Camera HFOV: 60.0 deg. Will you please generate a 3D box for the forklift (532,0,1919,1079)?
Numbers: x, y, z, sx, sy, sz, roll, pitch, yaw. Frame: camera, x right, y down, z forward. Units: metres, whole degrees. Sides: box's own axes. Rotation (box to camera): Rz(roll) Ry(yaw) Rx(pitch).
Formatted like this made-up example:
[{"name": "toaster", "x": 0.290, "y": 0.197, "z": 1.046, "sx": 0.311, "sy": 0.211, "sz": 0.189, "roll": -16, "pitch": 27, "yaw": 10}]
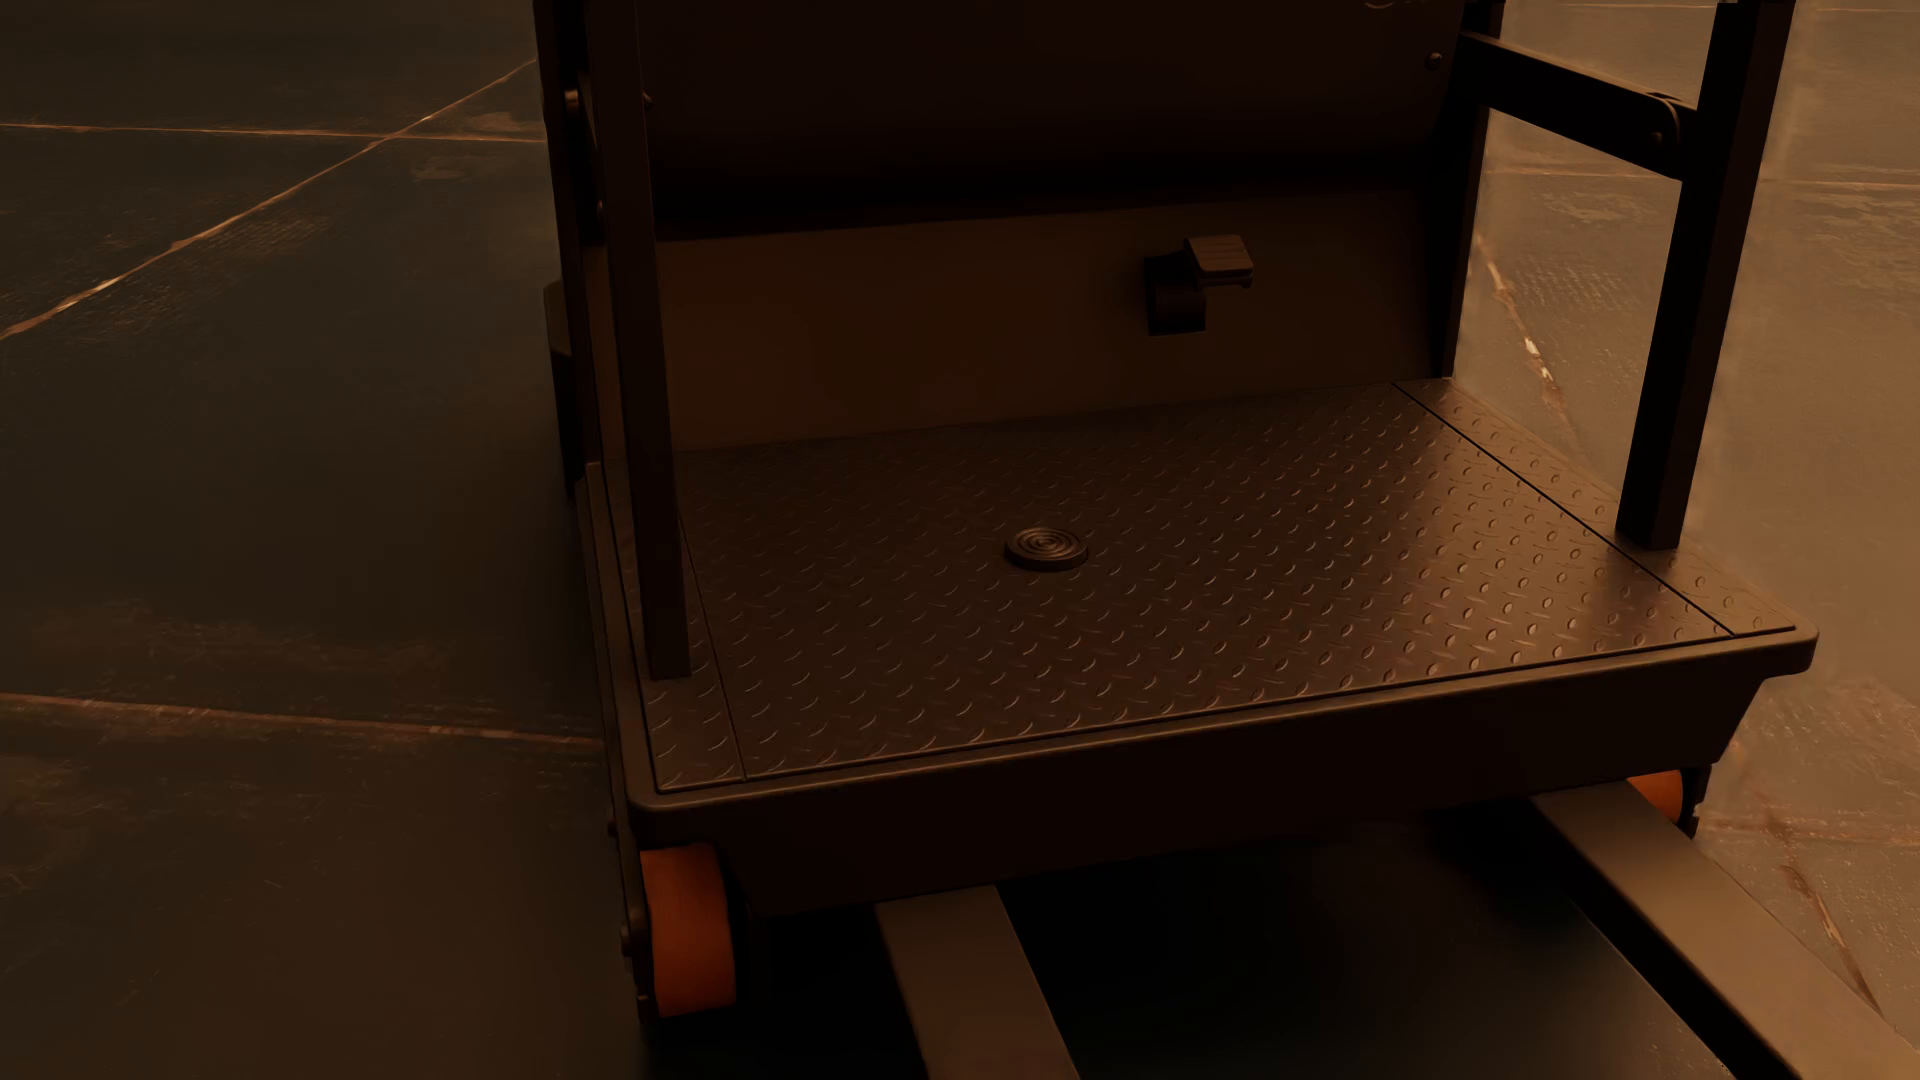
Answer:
[{"name": "forklift", "x": 0.153, "y": -1.049, "z": 1.319, "sx": 1.130, "sy": 2.935, "sz": 3.031, "roll": -7, "pitch": 27, "yaw": -13}]
